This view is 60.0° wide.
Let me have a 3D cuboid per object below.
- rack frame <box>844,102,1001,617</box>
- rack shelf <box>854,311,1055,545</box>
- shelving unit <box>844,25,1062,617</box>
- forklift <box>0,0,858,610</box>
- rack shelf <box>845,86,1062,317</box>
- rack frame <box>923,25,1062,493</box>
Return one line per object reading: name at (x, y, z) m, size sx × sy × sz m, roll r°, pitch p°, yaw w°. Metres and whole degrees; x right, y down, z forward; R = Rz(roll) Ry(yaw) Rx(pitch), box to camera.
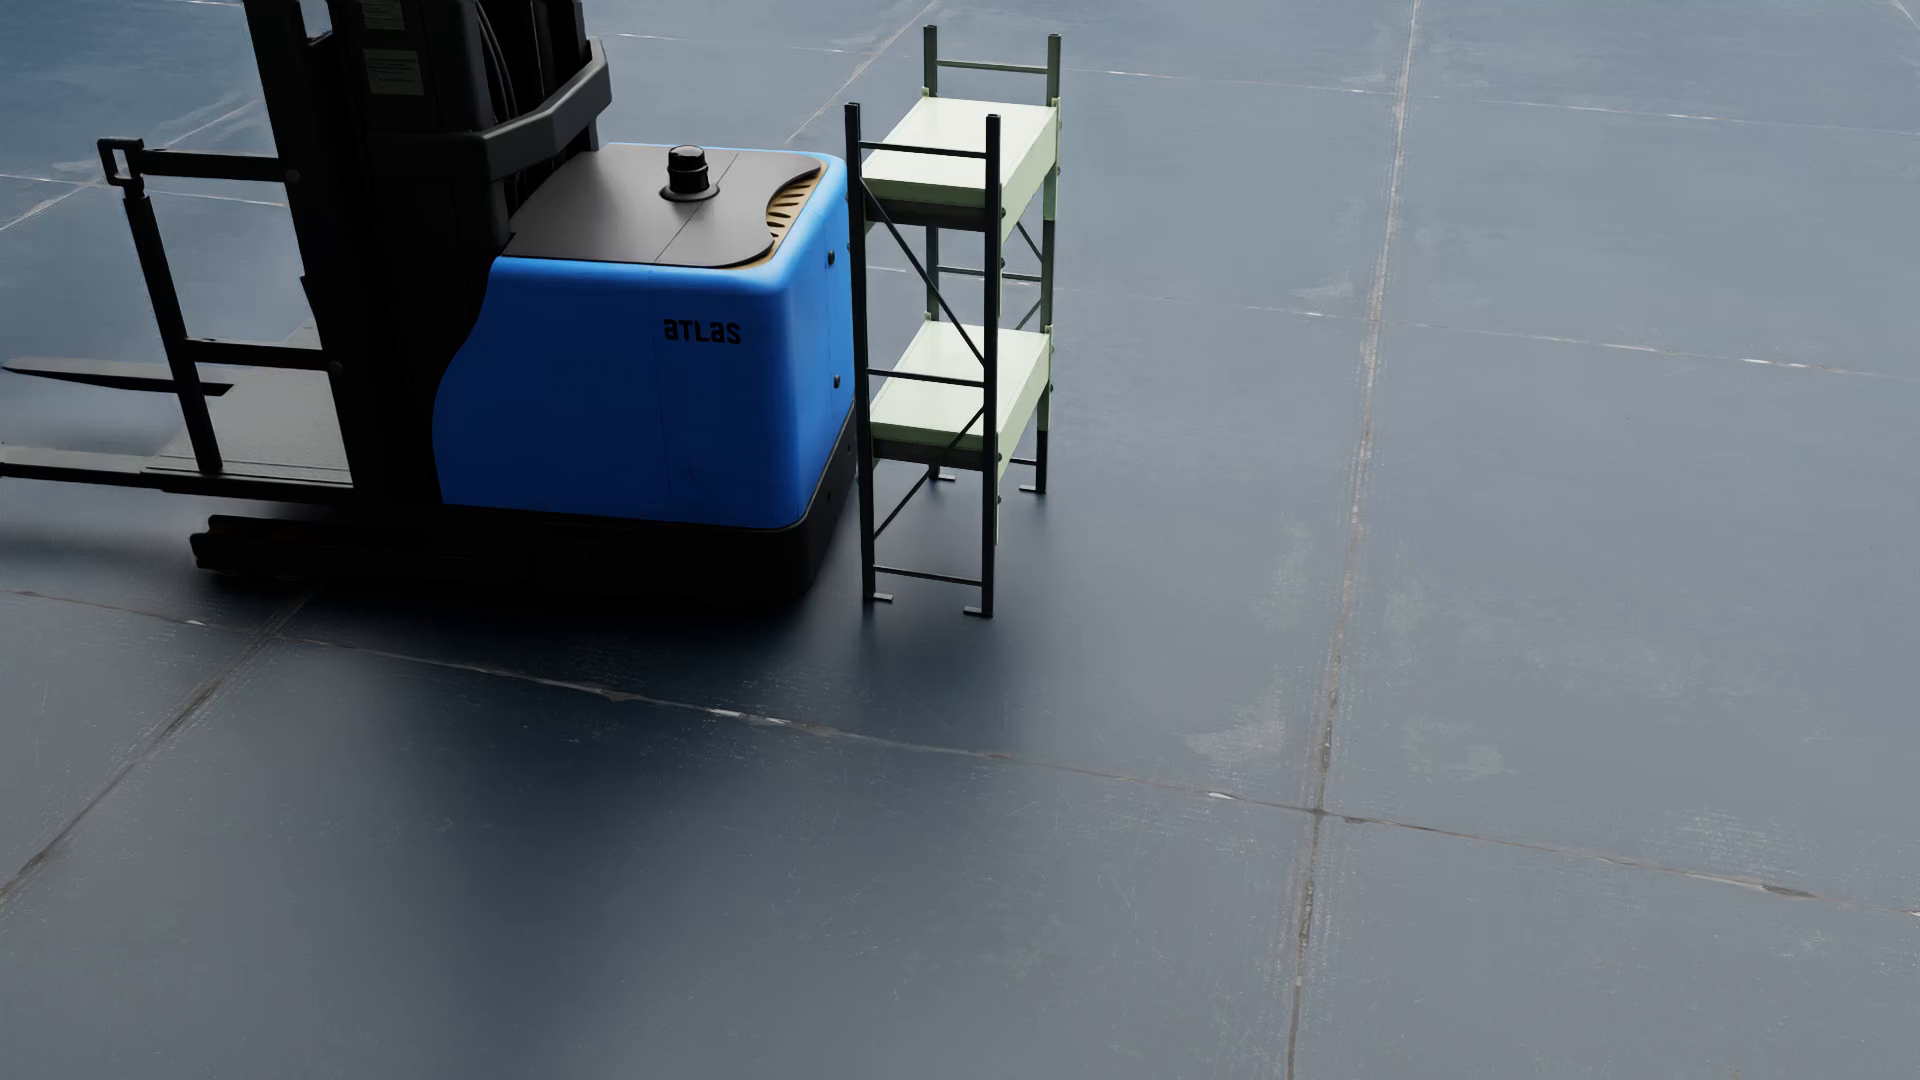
rack frame at (-0.095, -0.440, 4.543) m, size 0.400 × 1.500 × 0.023 m, roll 8°, pitch 33°, yaw 12°
rack shelf at (-0.002, -0.354, 5.017) m, size 0.431 × 0.370 × 0.720 m, roll 8°, pitch 33°, yaw 12°
shelving unit at (-0.002, -0.629, 4.842) m, size 0.431 × 1.500 × 0.755 m, roll 8°, pitch 33°, yaw 12°
forklift at (-1.877, -1.386, 4.698) m, size 3.031 × 2.935 × 1.130 m, roll 5°, pitch 33°, yaw 7°
rack shelf at (-0.002, -0.959, 4.633) m, size 0.431 × 0.370 × 0.720 m, roll 8°, pitch 33°, yaw 12°
rack frame at (0.091, -0.819, 5.141) m, size 0.400 × 1.500 × 0.023 m, roll 8°, pitch 33°, yaw 12°
